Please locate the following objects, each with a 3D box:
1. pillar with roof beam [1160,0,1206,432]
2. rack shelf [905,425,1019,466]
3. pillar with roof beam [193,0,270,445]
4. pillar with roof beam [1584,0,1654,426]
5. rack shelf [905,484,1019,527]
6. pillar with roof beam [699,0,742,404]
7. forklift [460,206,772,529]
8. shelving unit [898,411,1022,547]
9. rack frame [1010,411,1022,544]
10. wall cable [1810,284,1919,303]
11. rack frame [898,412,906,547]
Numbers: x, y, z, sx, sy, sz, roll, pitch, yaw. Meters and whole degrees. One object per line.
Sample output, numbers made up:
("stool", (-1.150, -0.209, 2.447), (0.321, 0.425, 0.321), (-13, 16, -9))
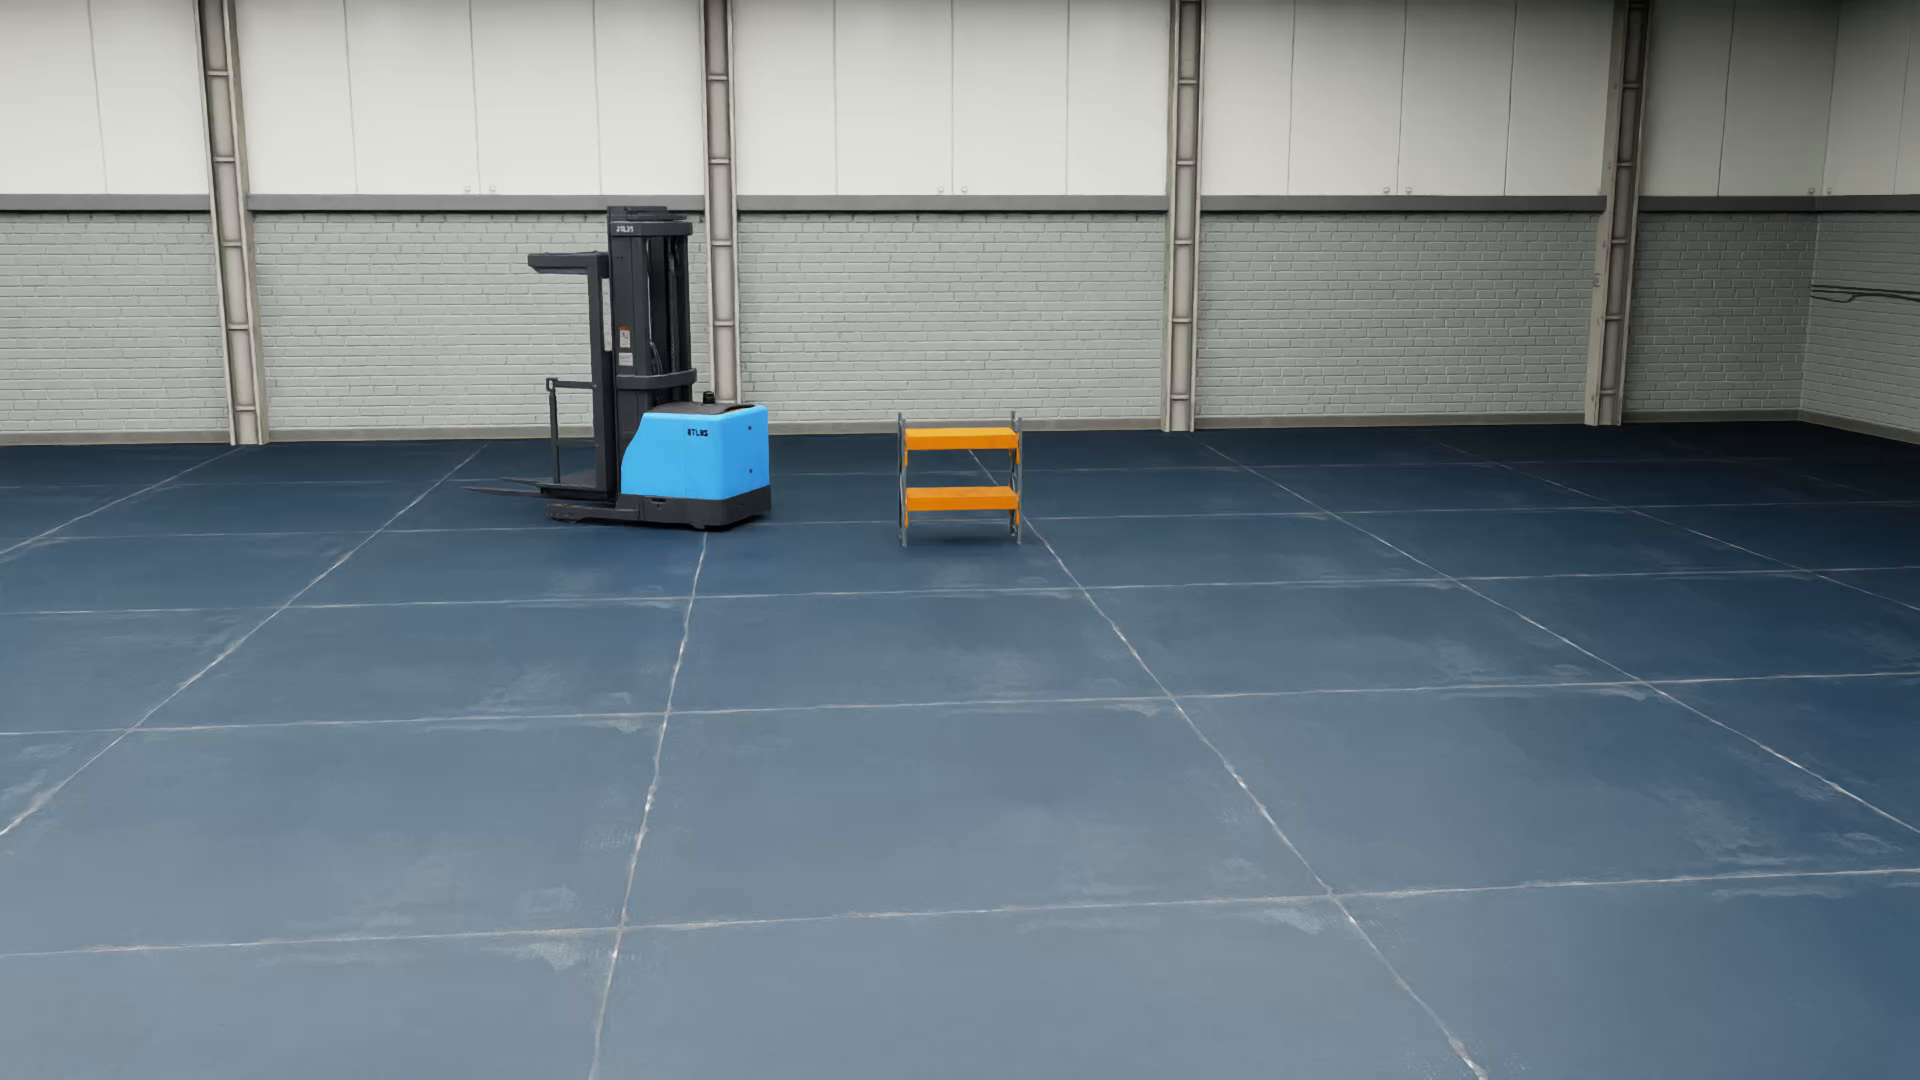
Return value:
("pillar with roof beam", (3.388, -5.067, 17.313), (0.400, 9.000, 9.100), (-1, 11, -6))
("rack shelf", (-0.007, -0.839, 14.702), (1.000, 0.278, 0.538), (-1, 11, -6))
("pillar with roof beam", (-8.542, -4.817, 16.041), (0.400, 9.000, 9.100), (-1, 11, -6))
("pillar with roof beam", (9.353, -5.192, 17.949), (0.400, 9.000, 9.100), (-1, 11, -6))
("rack shelf", (-0.007, -0.312, 14.806), (1.000, 0.278, 0.538), (-1, 11, -6))
("pillar with roof beam", (-2.577, -4.942, 16.677), (0.400, 9.000, 9.100), (-1, 11, -6))
("forklift", (-3.387, -1.690, 15.868), (3.031, 2.935, 1.130), (4, 12, 21))
("shelving unit", (-0.007, -0.552, 14.759), (1.048, 1.125, 0.538), (-1, 11, -6))
("rack frame", (0.499, -0.562, 14.813), (0.032, 1.125, 0.500), (-1, 11, -6))
("wall cable", (11.960, -4.301, 21.470), (0.112, 2.526, 3.097), (-1, 11, -6))
("rack frame", (-0.512, -0.541, 14.705), (0.032, 1.125, 0.500), (-1, 11, -6))
